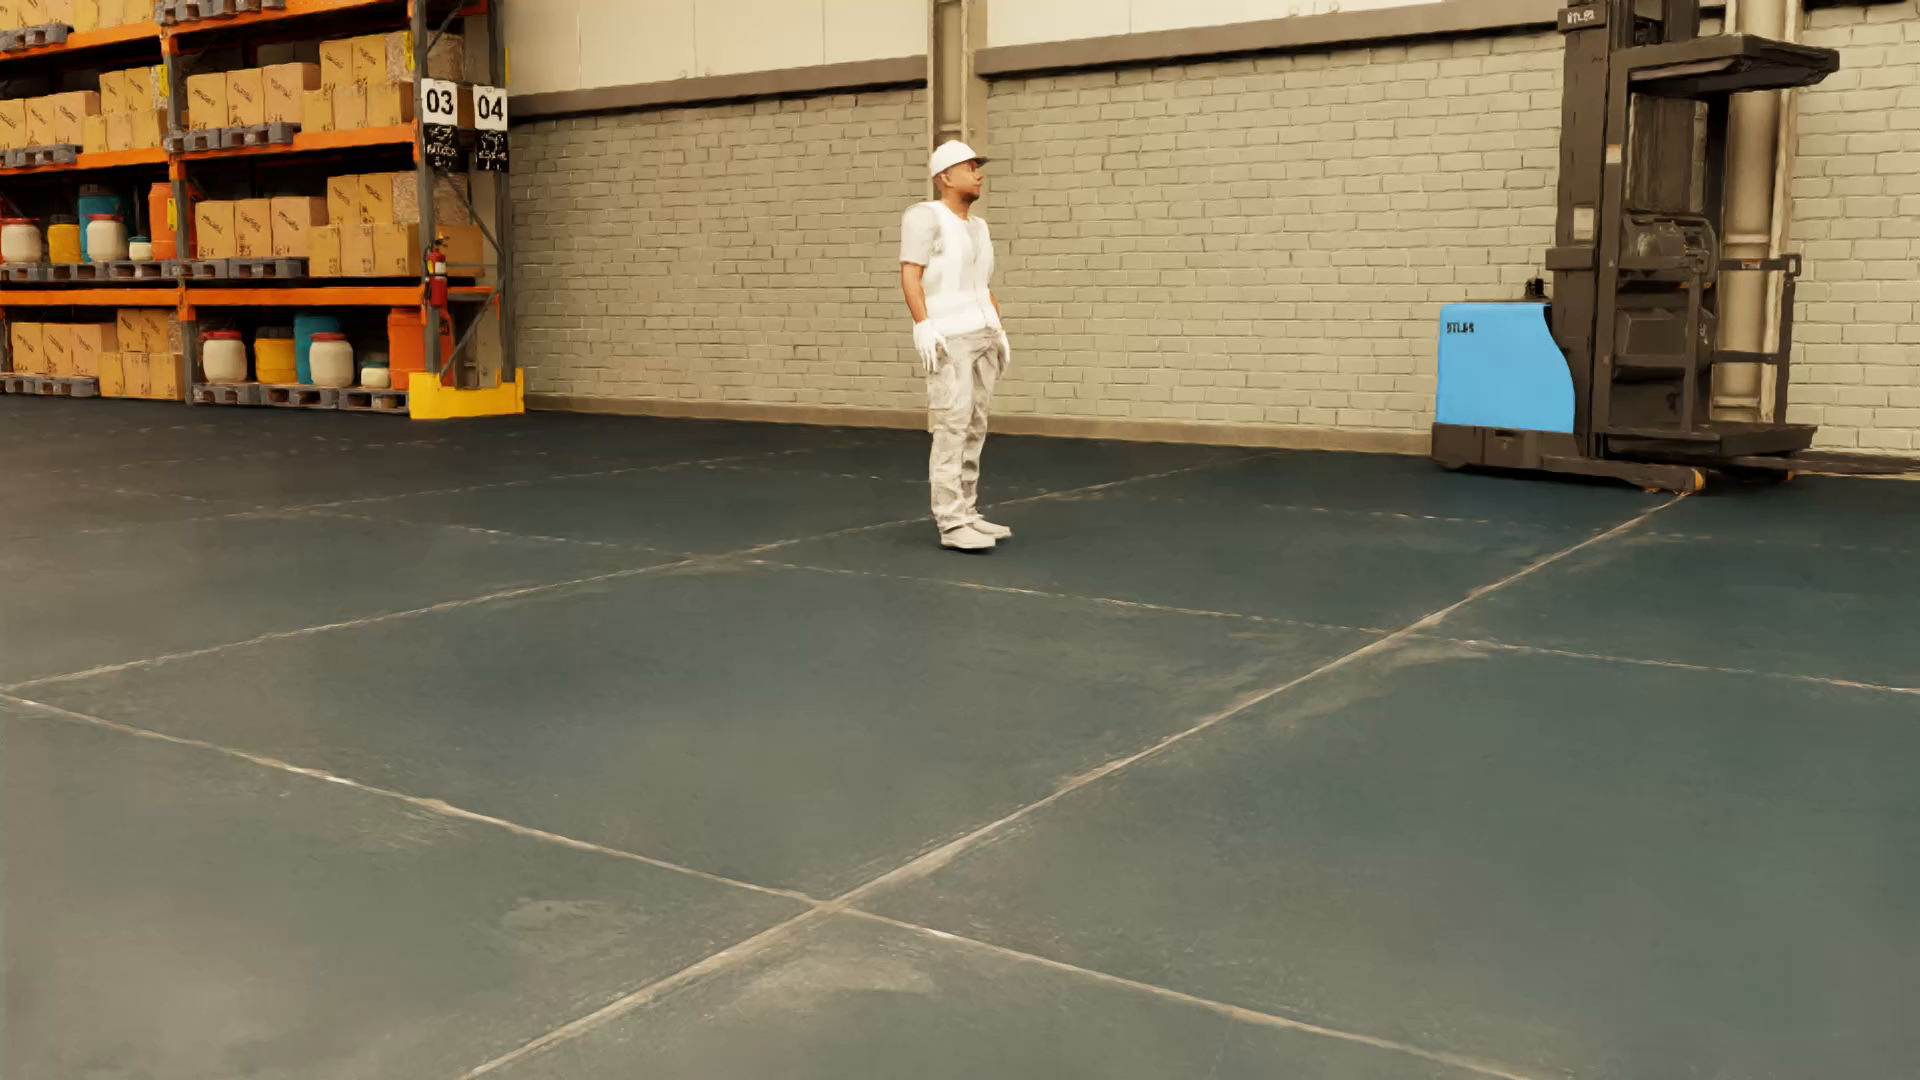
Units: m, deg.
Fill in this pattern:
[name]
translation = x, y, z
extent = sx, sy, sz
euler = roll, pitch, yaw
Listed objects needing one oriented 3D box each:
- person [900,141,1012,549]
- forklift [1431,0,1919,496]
[person]
translation = 0.055, -0.883, 7.431
extent = 0.576, 1.782, 0.655
euler = 5, 10, 34
[forklift]
translation = 4.322, -1.774, 9.668
extent = 1.130, 2.935, 3.031
euler = -6, 10, -36
